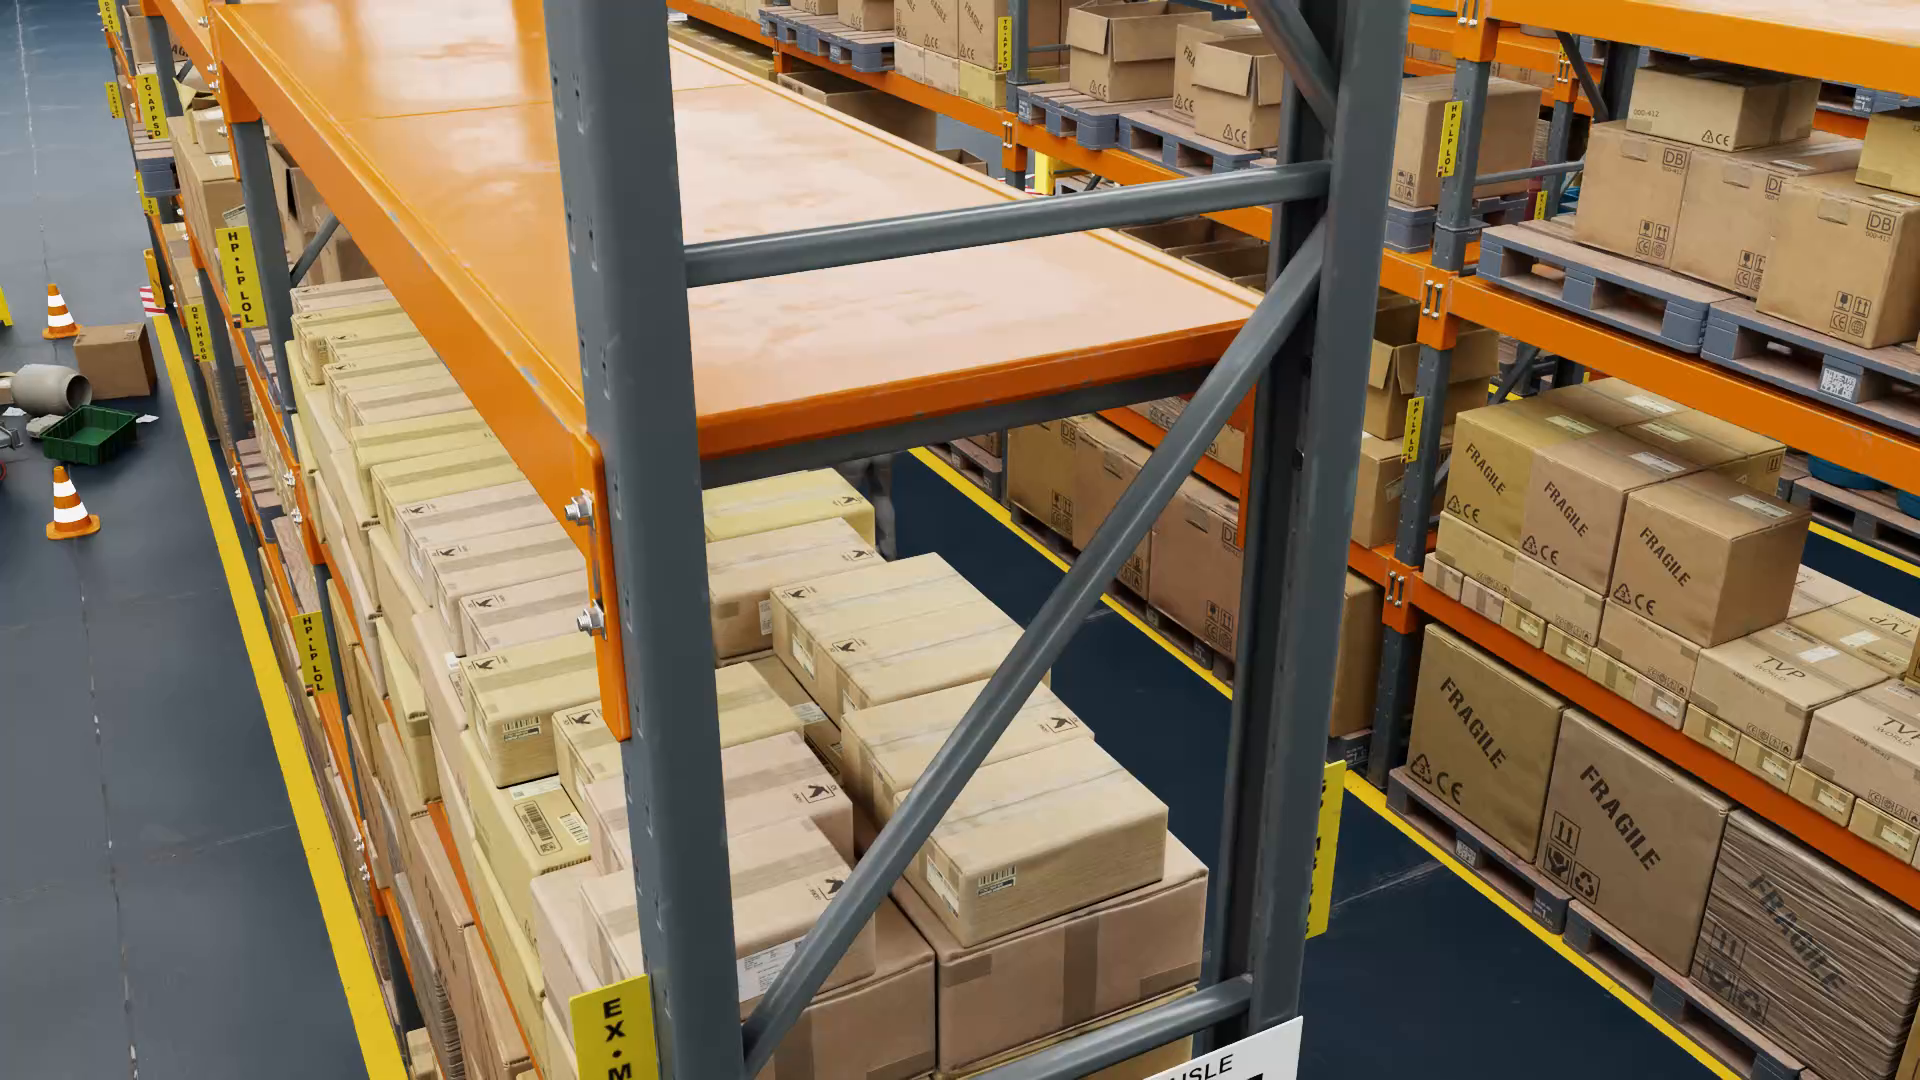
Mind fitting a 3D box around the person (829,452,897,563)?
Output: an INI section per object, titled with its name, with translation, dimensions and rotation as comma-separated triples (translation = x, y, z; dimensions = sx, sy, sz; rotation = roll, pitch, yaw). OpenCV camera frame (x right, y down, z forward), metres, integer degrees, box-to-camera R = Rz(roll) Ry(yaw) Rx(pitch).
[person]
translation = -0.652, -0.574, 10.857
dimensions = 0.448, 1.641, 0.394
rotation = -12, 28, -24
